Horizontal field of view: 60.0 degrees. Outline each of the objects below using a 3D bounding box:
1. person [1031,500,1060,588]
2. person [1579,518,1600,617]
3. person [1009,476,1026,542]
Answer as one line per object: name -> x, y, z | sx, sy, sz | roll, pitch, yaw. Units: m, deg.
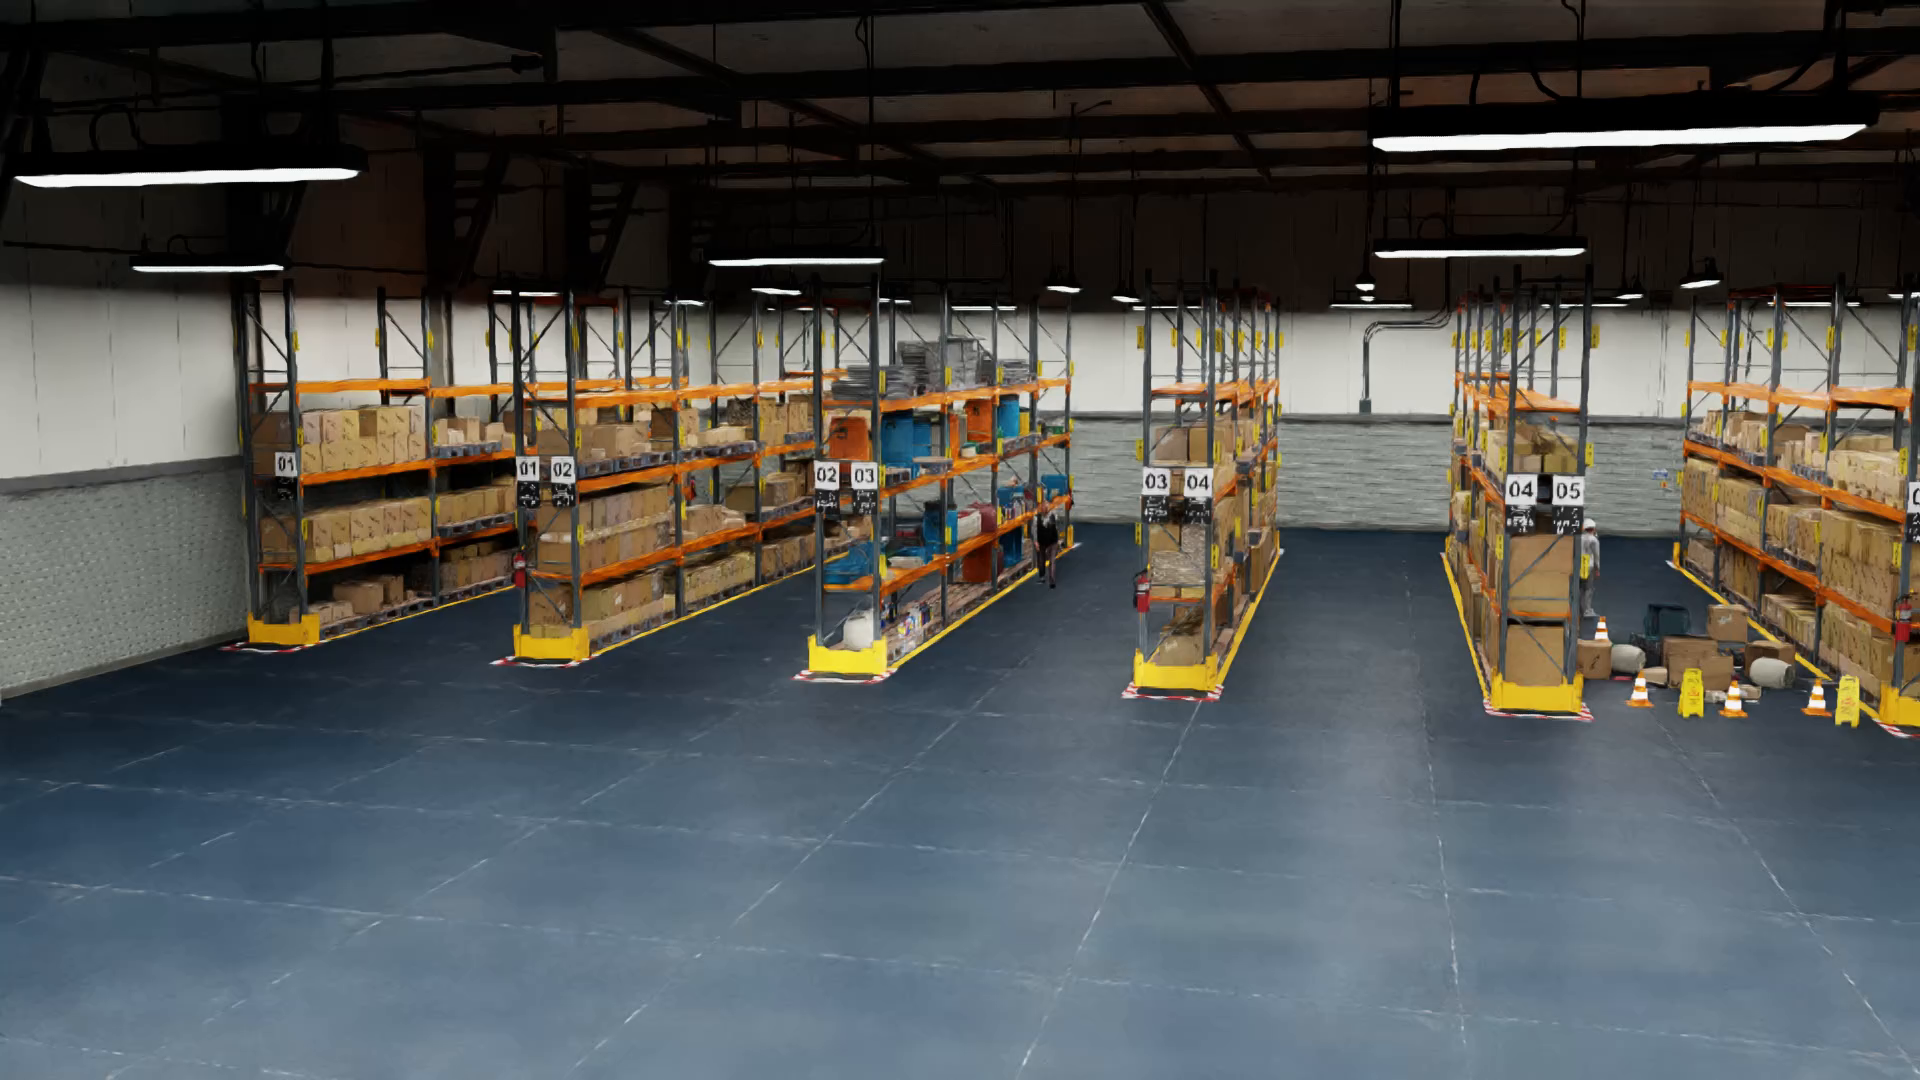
person -> 1.638, 0.060, 31.950 | 0.538, 1.663, 1.028 | 1, 7, 5
person -> 11.443, 0.488, 30.236 | 0.448, 1.780, 0.586 | -2, 7, -17
person -> 1.207, -0.642, 39.807 | 0.715, 1.763, 0.796 | -3, 8, -26
